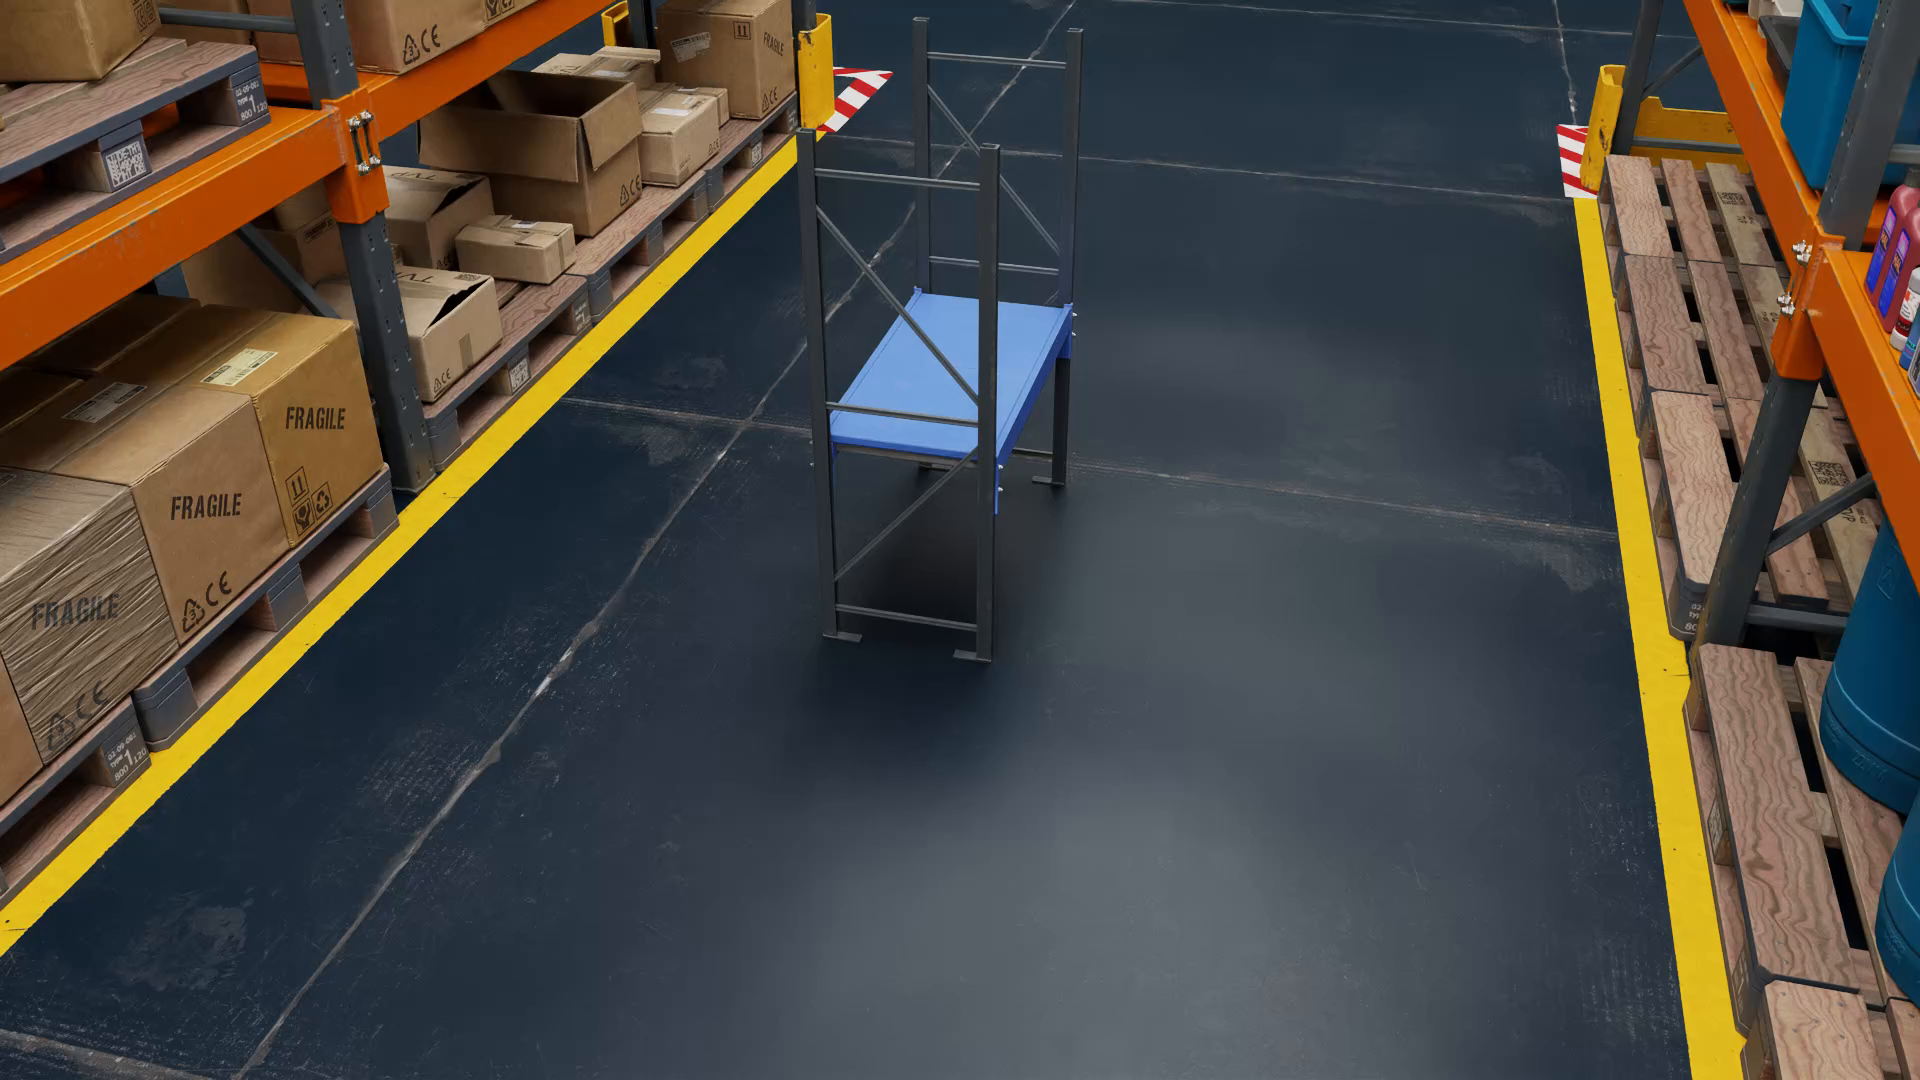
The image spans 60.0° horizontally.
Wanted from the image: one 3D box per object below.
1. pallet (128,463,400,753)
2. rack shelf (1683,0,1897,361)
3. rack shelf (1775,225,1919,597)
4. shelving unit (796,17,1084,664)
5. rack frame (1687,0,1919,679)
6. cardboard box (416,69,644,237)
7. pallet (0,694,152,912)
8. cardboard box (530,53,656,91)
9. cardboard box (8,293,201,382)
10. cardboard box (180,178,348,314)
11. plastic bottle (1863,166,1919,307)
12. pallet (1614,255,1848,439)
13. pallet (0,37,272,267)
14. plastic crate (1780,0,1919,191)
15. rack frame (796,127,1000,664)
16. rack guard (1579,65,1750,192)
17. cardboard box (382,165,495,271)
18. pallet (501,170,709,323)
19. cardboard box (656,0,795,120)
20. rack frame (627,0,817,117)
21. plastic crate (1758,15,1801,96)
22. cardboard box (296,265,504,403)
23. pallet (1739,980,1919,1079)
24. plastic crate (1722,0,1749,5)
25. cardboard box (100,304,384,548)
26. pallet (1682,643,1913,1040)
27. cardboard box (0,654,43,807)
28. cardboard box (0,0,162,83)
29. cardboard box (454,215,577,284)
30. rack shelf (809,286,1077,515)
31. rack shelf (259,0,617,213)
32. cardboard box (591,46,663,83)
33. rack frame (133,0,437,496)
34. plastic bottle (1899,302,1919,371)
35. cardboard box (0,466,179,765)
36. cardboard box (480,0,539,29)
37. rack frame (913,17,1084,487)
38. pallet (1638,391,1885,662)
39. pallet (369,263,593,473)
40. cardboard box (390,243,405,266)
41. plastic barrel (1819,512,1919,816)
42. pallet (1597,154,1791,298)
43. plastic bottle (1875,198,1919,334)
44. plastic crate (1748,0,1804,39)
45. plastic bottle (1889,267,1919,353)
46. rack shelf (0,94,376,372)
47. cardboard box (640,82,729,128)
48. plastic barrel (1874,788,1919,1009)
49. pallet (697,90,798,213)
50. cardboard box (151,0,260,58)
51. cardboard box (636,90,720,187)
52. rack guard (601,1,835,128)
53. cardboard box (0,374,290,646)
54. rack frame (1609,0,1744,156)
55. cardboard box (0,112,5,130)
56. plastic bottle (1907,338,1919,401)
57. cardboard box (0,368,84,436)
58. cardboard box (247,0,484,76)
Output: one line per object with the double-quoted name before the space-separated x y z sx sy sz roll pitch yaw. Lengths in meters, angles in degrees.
"pallet" -2.423 0.093 4.906 1.003 0.211 1.213 8 33 12
"rack shelf" 3.044 -1.569 5.592 1.077 0.370 4.000 8 33 12
"rack shelf" 2.029 0.507 2.327 1.077 0.370 4.000 8 33 12
"shelving unit" -0.022 -0.589 4.778 0.538 1.500 1.048 8 33 12
"rack frame" 2.537 -0.834 3.767 1.000 3.000 0.127 8 33 12
"cardboard box" -1.782 -1.618 6.917 0.797 0.503 0.637 8 33 12
"pallet" -2.731 0.728 3.907 1.003 0.211 1.213 8 33 12
"cardboard box" -1.778 -2.109 7.924 0.500 0.250 0.500 8 33 12
"cardboard box" -2.612 -0.424 5.040 0.500 0.500 0.500 7 33 10
"cardboard box" -2.383 -0.976 5.909 0.500 0.500 0.500 8 33 12
"plastic bottle" 2.031 -0.653 3.590 0.061 0.283 0.133 8 33 12
"pallet" 2.993 -0.680 6.122 1.003 0.211 1.213 8 33 12
"pallet" -2.562 -1.030 4.253 1.003 0.211 1.213 8 33 12
"plastic crate" 2.325 -1.142 4.209 0.392 0.384 0.575 8 33 12
"rack frame" -0.151 -0.325 4.363 0.500 1.500 0.032 8 33 12
"rack guard" 3.545 -1.869 7.725 1.175 0.500 0.348 8 33 12
"cardboard box" -2.193 -1.285 6.572 0.500 0.311 0.500 8 33 12
"pallet" -1.771 -1.325 7.138 1.003 0.211 1.213 8 33 12
"cardboard box" -1.138 -2.401 8.152 0.500 0.500 0.500 8 33 12
"rack frame" -1.238 -3.586 8.096 1.000 3.000 0.127 8 33 12
"plastic crate" 2.561 -1.361 4.795 0.437 0.125 0.590 8 33 12
"cardboard box" -1.938 -0.750 5.730 0.500 0.311 0.500 8 33 12
"pallet" 1.993 1.372 2.895 1.003 0.211 1.213 8 33 12
"plastic crate" 2.760 -1.942 5.610 0.416 0.233 0.300 8 33 12
"cardboard box" -2.102 -0.346 4.919 0.500 0.500 0.500 8 33 12
"pallet" 2.301 0.737 3.894 1.003 0.211 1.213 8 33 12
"cardboard box" -2.490 0.433 3.692 0.500 0.500 0.500 7 33 11
"cardboard box" -2.590 -1.515 4.352 0.700 0.500 0.500 -3 33 -4
"cardboard box" -1.728 -1.139 6.477 0.380 0.166 0.250 8 33 12
"rack shelf" -0.022 -0.437 4.875 0.538 0.185 1.000 8 33 12
"rack shelf" -1.746 -2.245 6.656 1.077 0.370 4.000 8 33 12
"cardboard box" -1.677 -2.398 8.474 0.380 0.149 0.250 8 33 12
"rack frame" -2.254 -1.511 4.830 1.000 3.000 0.127 8 33 12
"plastic bottle" 1.961 -0.466 3.307 0.097 0.271 0.097 0 32 0
"cardboard box" -2.363 0.169 4.108 0.500 0.500 0.500 8 33 13
"cardboard box" -1.734 -2.046 5.580 0.500 0.500 0.500 9 33 13
"rack frame" 0.107 -0.852 5.193 0.500 1.500 0.032 8 33 12
"pallet" 2.686 -0.044 5.123 1.003 0.211 1.213 8 33 12
"pallet" -2.078 -0.690 6.139 1.003 0.211 1.213 8 33 12
"cardboard box" -2.346 -1.030 6.322 0.380 0.149 0.250 8 33 12
"plastic barrel" 2.382 0.154 3.776 0.600 0.901 0.708 8 33 12
"pallet" 3.305 -1.311 7.115 1.003 0.211 1.213 8 33 12
"plastic bottle" 1.997 -0.584 3.481 0.061 0.283 0.133 8 33 12
"plastic crate" 2.688 -1.693 5.307 0.293 0.136 0.466 8 33 12
"plastic bottle" 1.986 -0.487 3.405 0.097 0.201 0.097 0 32 0
"rack shelf" -2.761 -0.169 3.391 1.077 0.370 4.000 8 33 12
"cardboard box" -1.328 -2.063 7.930 0.380 0.166 0.250 8 33 12
"plastic barrel" 2.203 0.521 3.198 0.600 0.901 0.708 8 33 12
"pallet" -1.459 -1.956 8.131 1.003 0.211 1.213 8 33 12
"cardboard box" -2.375 -1.847 5.267 0.500 0.500 0.500 9 33 13
"cardboard box" -1.408 -1.807 7.450 0.500 0.250 0.500 8 33 12
"rack guard" -1.258 -2.492 8.704 1.175 0.500 0.348 8 33 12
"cardboard box" -2.235 -0.091 4.517 0.500 0.500 0.500 8 33 13
"rack frame" 3.552 -2.910 7.032 1.000 3.000 0.127 8 33 12
"cardboard box" -2.703 -1.149 3.777 0.700 0.500 0.500 13 35 20
"plastic bottle" 1.958 -0.404 3.205 0.152 0.276 0.135 8 33 12
"cardboard box" -2.737 -0.145 4.603 0.500 0.500 0.500 8 33 13
"cardboard box" -1.861 -1.780 5.161 0.500 0.500 0.500 9 34 14
